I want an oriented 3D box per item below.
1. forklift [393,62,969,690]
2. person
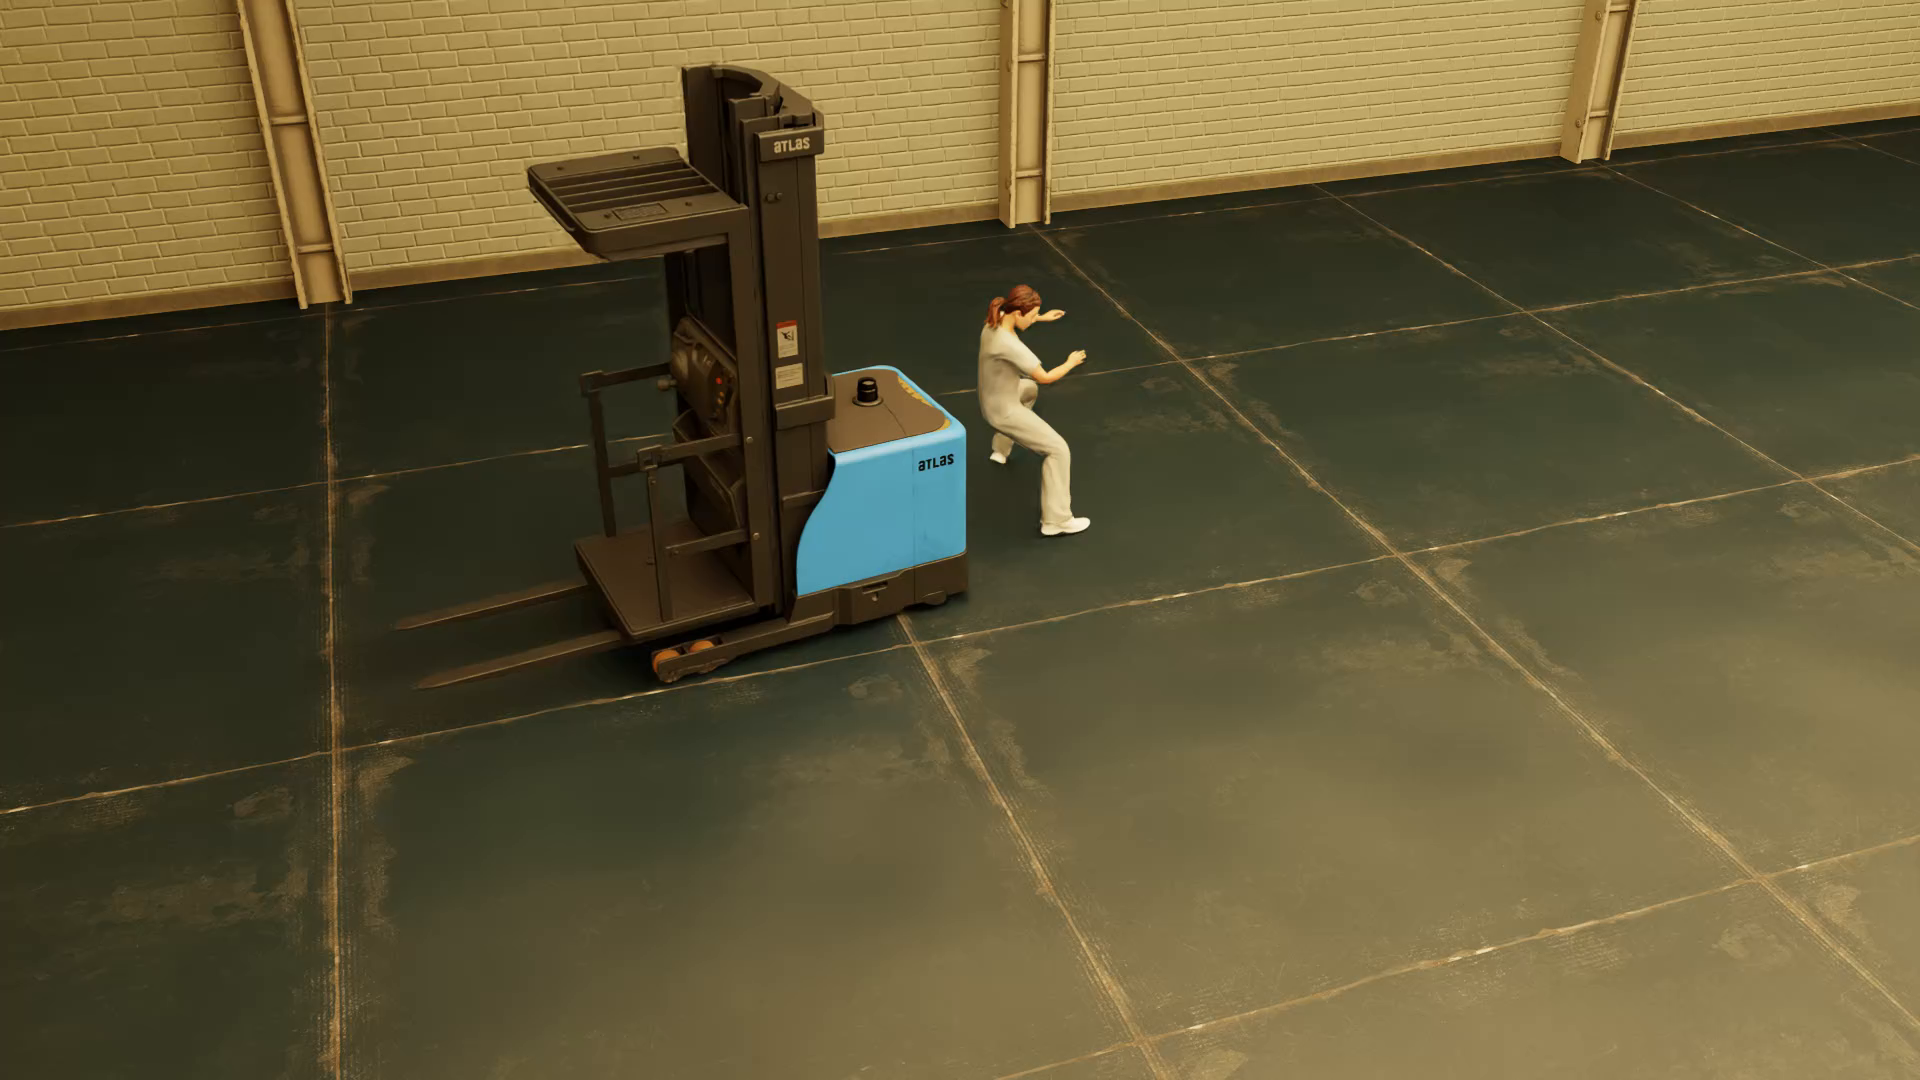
[{"bbox_3d":[-1.502,-0.825,8.521,3.031,2.935,1.130,-14,33,-23],"label":"forklift"},{"bbox_3d":[0.429,-0.896,10.145,0.650,1.426,1.070,-5,30,-8],"label":"person"}]
